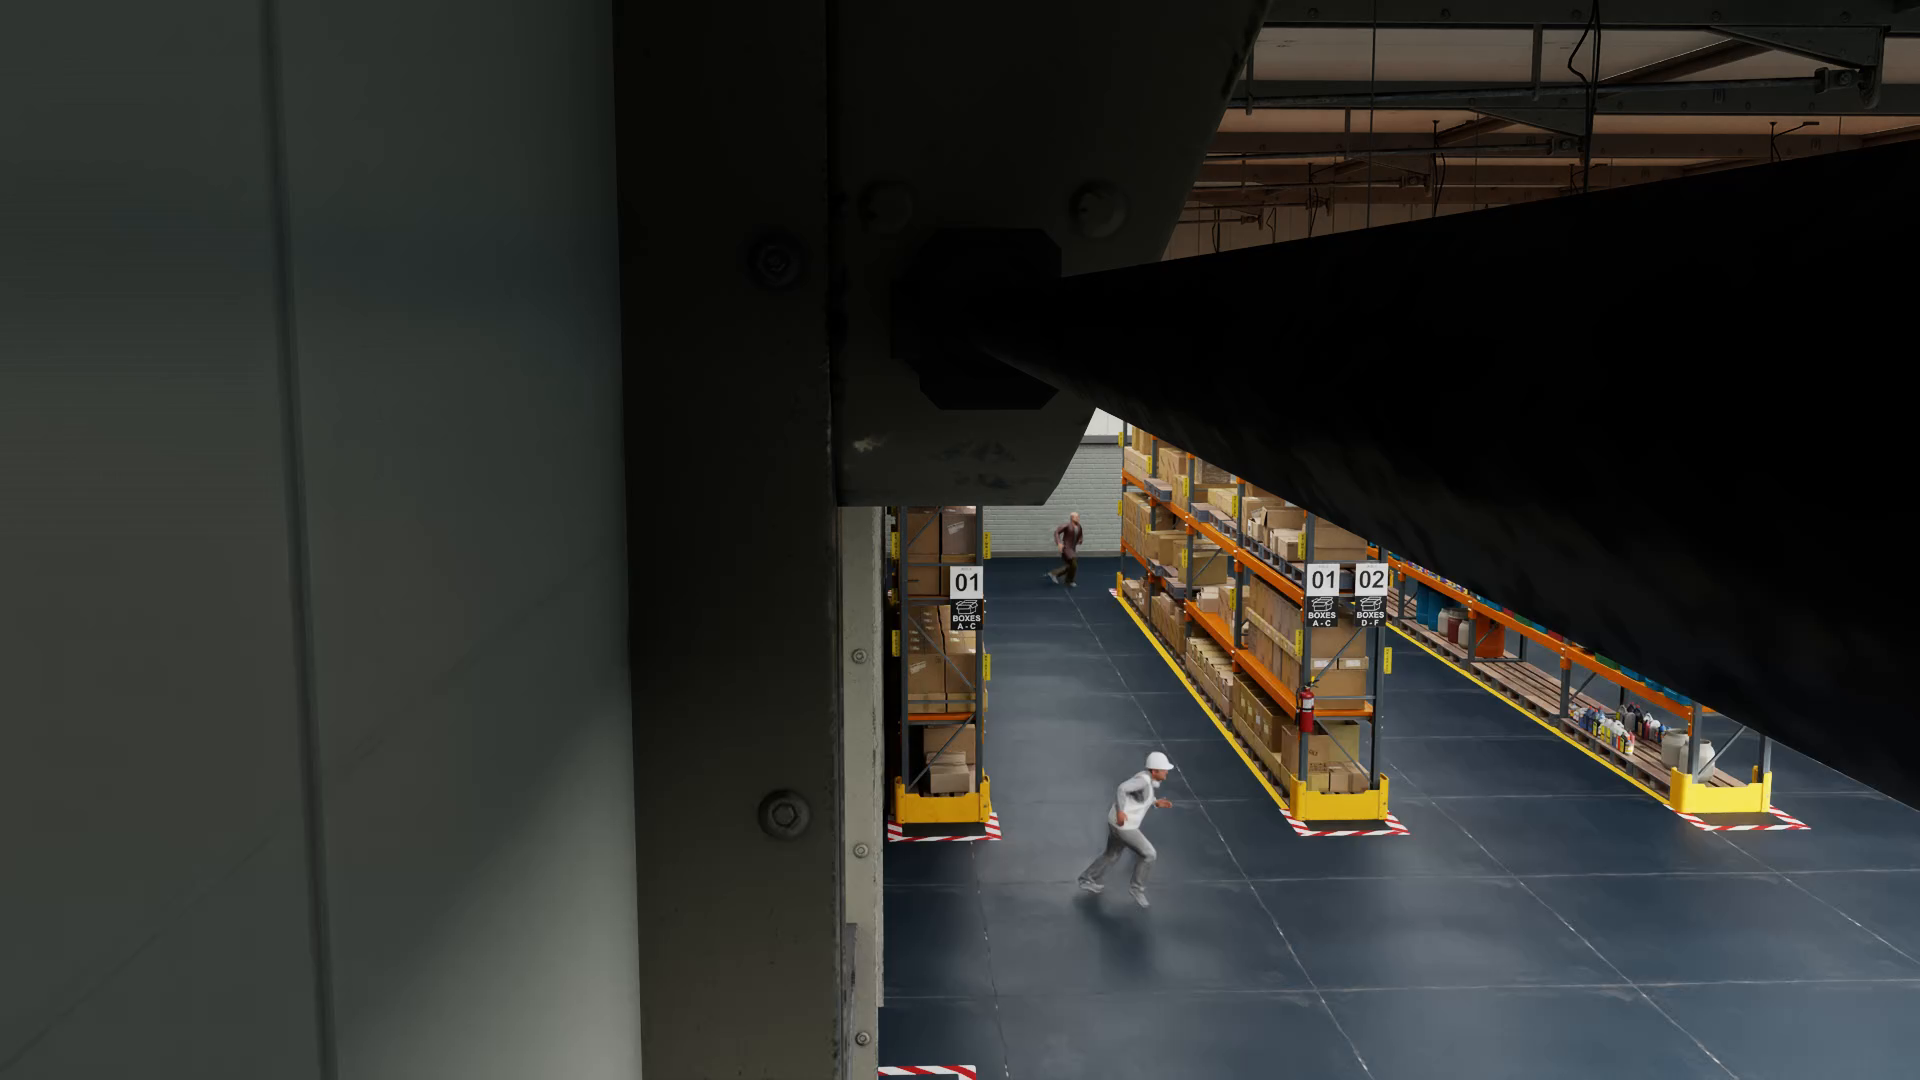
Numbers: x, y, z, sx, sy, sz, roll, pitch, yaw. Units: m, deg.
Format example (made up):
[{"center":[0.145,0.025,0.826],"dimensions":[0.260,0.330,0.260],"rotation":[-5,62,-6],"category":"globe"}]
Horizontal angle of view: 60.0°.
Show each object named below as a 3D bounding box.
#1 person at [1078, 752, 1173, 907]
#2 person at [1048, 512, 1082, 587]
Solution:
[{"center":[1.738,3.076,17.597],"dimensions":[1.001,1.713,0.621],"rotation":[2,8,13],"category":"person"},{"center":[2.399,0.227,37.693],"dimensions":[0.716,1.722,0.815],"rotation":[4,9,28],"category":"person"}]
